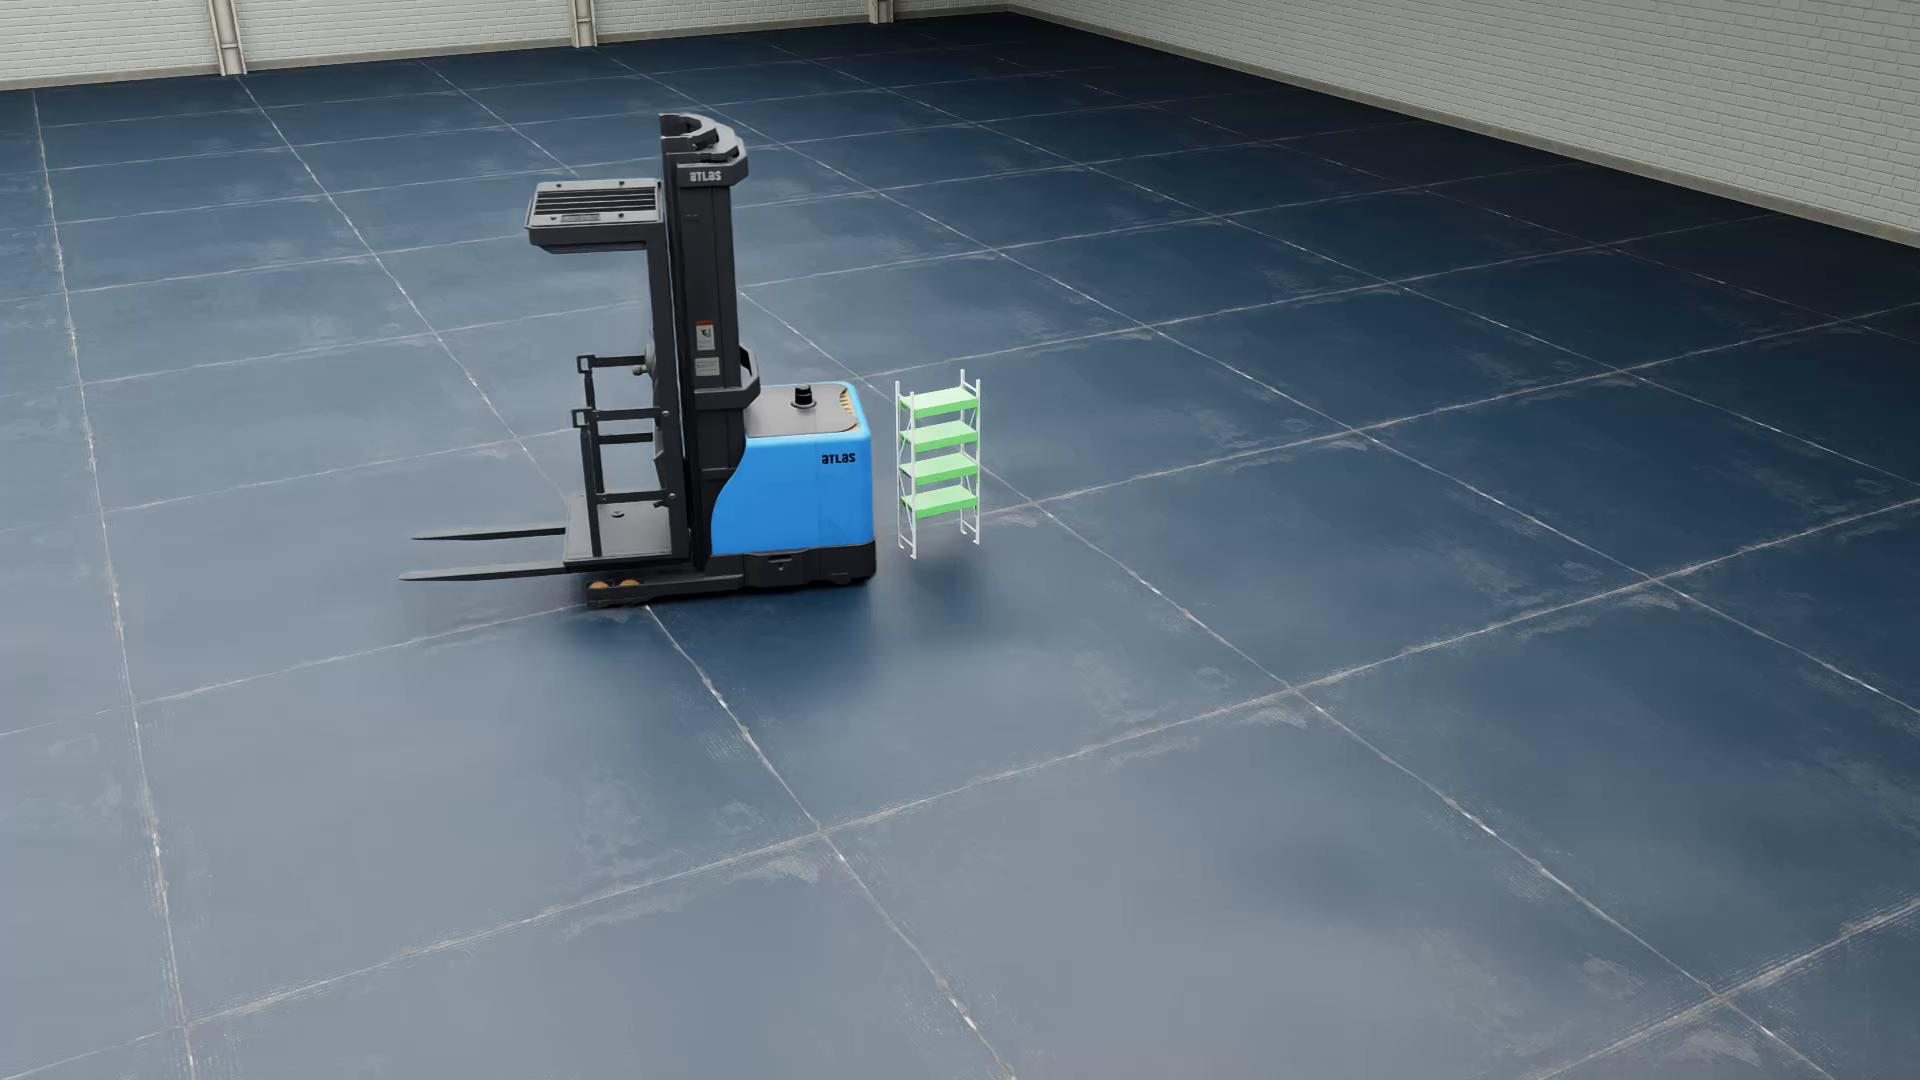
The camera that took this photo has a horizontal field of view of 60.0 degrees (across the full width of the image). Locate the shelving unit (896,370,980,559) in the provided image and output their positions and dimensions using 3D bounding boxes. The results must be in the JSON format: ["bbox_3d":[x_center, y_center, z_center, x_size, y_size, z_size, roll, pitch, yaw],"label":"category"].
[{"bbox_3d":[-0.146,-0.507,11.222,0.503,1.200,0.258,-13,29,-25],"label":"shelving unit"}]

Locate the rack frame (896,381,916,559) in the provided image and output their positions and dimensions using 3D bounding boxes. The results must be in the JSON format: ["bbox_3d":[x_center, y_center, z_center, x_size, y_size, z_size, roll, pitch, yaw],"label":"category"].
[{"bbox_3d":[-0.361,-0.457,11.119,0.015,1.200,0.240,-13,29,-25],"label":"rack frame"}]

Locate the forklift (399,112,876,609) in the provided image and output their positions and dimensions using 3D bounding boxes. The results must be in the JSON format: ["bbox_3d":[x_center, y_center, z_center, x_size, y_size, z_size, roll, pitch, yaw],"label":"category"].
[{"bbox_3d":[-2.118,-1.129,10.517,3.031,2.935,1.130,-4,26,-9],"label":"forklift"}]

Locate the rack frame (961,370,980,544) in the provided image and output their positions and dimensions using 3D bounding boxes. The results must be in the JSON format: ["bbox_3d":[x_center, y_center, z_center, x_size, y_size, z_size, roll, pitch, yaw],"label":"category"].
[{"bbox_3d":[0.069,-0.557,11.326,0.015,1.200,0.240,-13,29,-25],"label":"rack frame"}]

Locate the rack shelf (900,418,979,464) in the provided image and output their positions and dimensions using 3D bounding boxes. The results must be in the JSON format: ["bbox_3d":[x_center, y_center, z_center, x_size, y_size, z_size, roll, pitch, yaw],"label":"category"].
[{"bbox_3d":[-0.146,-0.666,11.146,0.480,0.148,0.258,-13,29,-25],"label":"rack shelf"}]

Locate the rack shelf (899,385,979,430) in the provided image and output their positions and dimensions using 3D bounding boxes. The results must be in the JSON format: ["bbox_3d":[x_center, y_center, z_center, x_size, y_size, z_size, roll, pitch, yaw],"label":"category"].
[{"bbox_3d":[-0.146,-0.882,11.042,0.480,0.148,0.258,-13,29,-25],"label":"rack shelf"}]

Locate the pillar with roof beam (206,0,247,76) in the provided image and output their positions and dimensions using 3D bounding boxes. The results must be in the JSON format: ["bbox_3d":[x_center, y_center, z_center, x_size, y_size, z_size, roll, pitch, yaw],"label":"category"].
[{"bbox_3d":[-10.121,-10.215,22.432,0.400,9.000,9.100,-13,29,-25],"label":"pillar with roof beam"}]

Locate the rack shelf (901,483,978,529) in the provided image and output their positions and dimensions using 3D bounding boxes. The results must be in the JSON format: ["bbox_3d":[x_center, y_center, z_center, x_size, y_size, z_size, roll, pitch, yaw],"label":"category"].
[{"bbox_3d":[-0.146,-0.233,11.354,0.480,0.148,0.258,-13,29,-25],"label":"rack shelf"}]

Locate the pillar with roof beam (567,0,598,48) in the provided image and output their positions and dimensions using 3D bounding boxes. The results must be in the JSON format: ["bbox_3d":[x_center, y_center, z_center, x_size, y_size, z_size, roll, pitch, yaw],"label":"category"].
[{"bbox_3d":[-4.827,-11.437,24.977,0.400,9.000,9.100,-13,29,-25],"label":"pillar with roof beam"}]

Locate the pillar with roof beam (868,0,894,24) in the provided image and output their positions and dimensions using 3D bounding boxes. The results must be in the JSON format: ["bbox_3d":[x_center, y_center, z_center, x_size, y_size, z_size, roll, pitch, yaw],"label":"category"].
[{"bbox_3d":[0.467,-12.659,27.522,0.400,9.000,9.100,-13,29,-25],"label":"pillar with roof beam"}]

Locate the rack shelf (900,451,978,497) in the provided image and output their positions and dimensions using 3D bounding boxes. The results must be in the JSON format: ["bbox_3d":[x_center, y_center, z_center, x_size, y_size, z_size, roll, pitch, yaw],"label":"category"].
[{"bbox_3d":[-0.146,-0.450,11.250,0.480,0.148,0.258,-13,29,-25],"label":"rack shelf"}]
